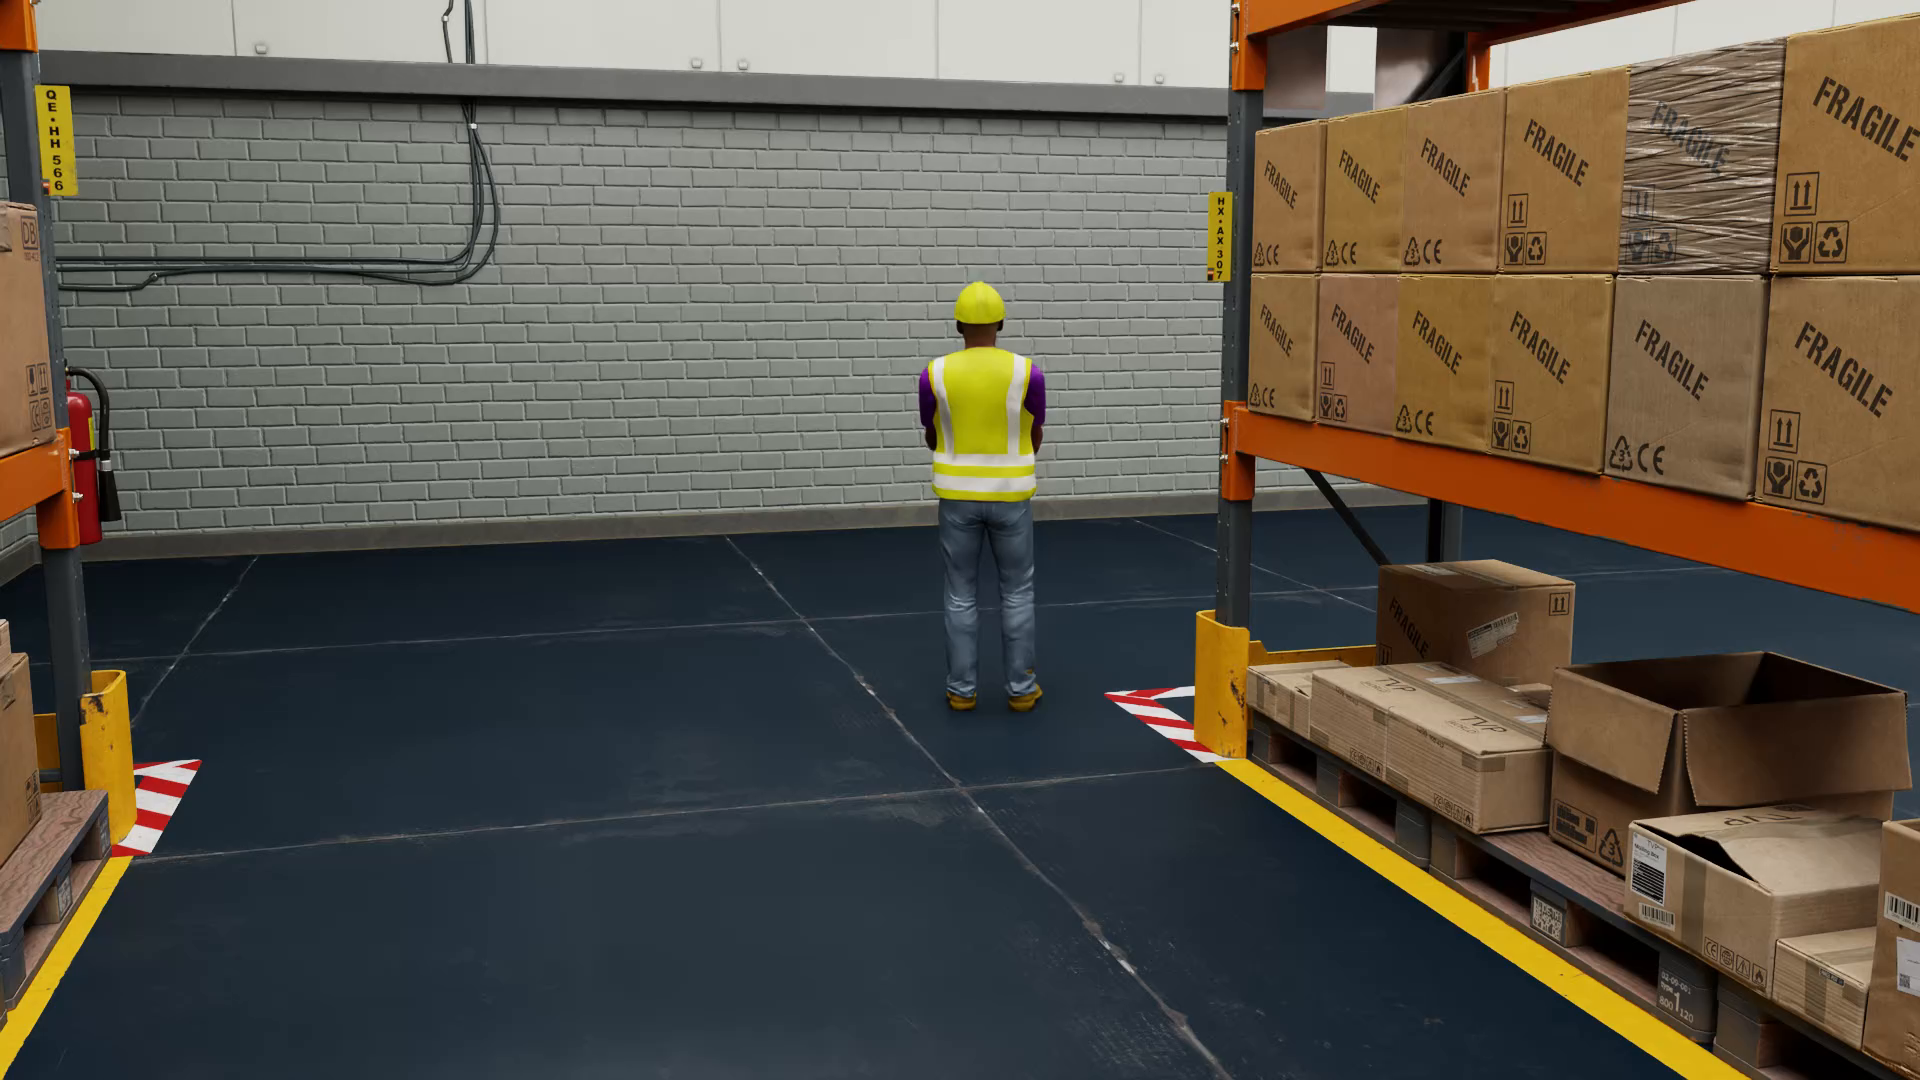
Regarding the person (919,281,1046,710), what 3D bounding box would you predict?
[{"bbox_3d":[0.099,-0.191,6.968,0.516,1.770,0.570,1,9,4],"label":"person"}]
